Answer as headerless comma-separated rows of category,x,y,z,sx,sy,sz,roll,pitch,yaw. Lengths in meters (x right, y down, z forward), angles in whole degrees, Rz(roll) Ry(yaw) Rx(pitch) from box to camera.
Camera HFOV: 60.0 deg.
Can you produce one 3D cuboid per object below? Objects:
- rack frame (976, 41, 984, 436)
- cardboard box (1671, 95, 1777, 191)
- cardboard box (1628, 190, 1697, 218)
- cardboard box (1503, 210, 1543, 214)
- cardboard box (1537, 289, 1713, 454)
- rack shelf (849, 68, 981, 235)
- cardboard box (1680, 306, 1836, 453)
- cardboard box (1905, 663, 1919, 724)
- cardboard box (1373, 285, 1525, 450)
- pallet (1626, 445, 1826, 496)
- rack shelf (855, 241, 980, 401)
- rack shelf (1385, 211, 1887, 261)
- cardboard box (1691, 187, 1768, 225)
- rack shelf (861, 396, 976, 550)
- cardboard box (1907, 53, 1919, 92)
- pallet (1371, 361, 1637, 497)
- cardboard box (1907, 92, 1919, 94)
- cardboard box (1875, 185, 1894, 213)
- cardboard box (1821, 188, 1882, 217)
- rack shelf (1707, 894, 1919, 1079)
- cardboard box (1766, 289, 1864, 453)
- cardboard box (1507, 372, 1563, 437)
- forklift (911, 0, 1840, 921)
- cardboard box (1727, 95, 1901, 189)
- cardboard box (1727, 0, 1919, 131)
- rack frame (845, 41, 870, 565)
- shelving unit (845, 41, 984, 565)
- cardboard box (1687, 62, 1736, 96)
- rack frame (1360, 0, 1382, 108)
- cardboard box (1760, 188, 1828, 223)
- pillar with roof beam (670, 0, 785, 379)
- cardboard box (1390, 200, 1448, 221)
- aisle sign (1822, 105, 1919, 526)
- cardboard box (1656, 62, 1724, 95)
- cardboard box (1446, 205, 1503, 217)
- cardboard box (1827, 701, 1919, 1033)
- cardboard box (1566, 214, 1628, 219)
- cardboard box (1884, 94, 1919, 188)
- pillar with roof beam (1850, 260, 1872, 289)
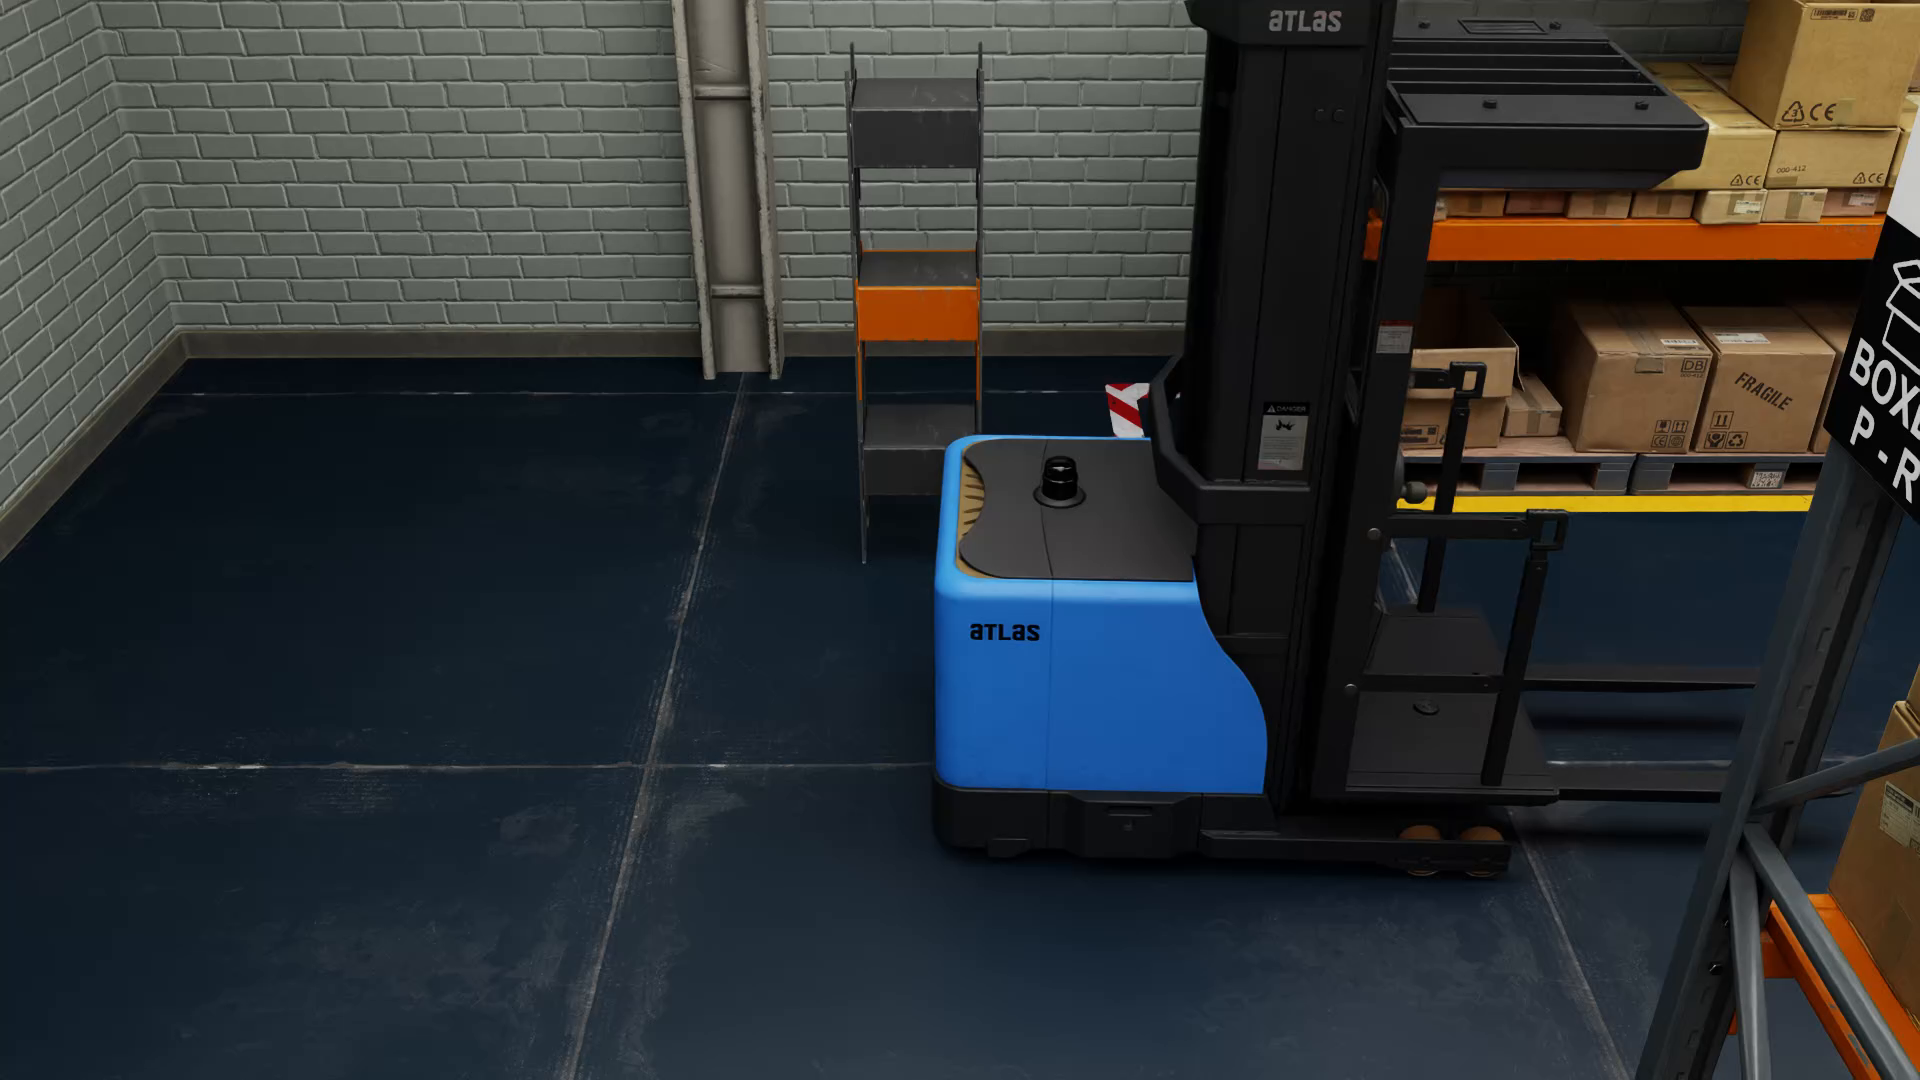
rack frame,0.078,-0.898,6.706,0.015,2.100,0.400,0,31,0
cardboard box,3.035,-1.668,6.965,0.500,0.250,0.500,-1,31,-1
cardboard box,2.935,-1.506,7.082,0.250,0.149,0.380,0,31,0
cardboard box,2.416,-1.533,7.127,0.250,0.149,0.380,-1,31,-1
cardboard box,3.036,-0.784,7.655,0.500,0.500,0.700,1,31,2
rack shelf,-0.166,-1.484,6.348,0.480,0.518,0.431,0,31,0
cardboard box,3.565,-0.734,7.573,0.500,0.500,0.500,0,31,1
cardboard box,2.083,0.242,2.900,0.500,0.500,0.500,1,31,1
cardboard box,2.181,-0.803,7.683,0.637,0.503,0.797,-1,31,-2
pallet,3.659,-0.551,7.955,1.213,0.211,1.003,0,31,0
rack shelf,-0.166,-0.885,6.712,0.480,0.518,0.431,0,31,0
rack shelf,3.569,-1.437,7.419,4.000,0.370,1.077,0,31,0
cardboard box,3.188,-1.467,7.019,0.250,0.149,0.380,-1,31,-2
rack shelf,-0.166,-0.287,7.075,0.480,0.518,0.431,0,31,0
cardboard box,4.078,-2.267,7.230,0.500,0.500,0.500,-1,31,-2
pallet,2.442,-0.549,7.951,1.213,0.211,1.003,0,31,0
cardboard box,4.055,-1.946,7.424,0.500,0.250,0.500,0,31,1
cardboard box,3.955,-1.541,7.140,0.250,0.149,0.380,0,31,0
cardboard box,3.708,-1.515,7.098,0.250,0.149,0.380,0,31,0
rack shelf,3.603,1.138,3.176,4.000,0.370,1.077,0,31,0
cardboard box,4.074,-0.787,7.661,0.500,0.500,0.700,-1,31,-2
cardboard box,2.606,-0.632,7.744,0.250,0.149,0.380,-1,31,-2
forklift,1.412,-0.355,5.009,3.031,2.935,1.130,8,32,13
cardboard box,3.547,-1.680,6.985,0.500,0.250,0.500,-1,31,-2
cardboard box,3.524,-1.988,6.770,0.500,0.500,0.500,1,31,1
rack frame,-0.410,-0.896,6.703,0.015,2.100,0.400,0,31,0
shelving unit,-0.166,-0.897,6.704,0.503,2.100,0.431,0,31,0
cardboard box,3.561,-1.942,7.416,0.500,0.250,0.500,0,31,0
rack frame,1.569,-1.738,7.223,0.127,3.000,1.000,0,31,0
cardboard box,3.451,-1.479,7.038,0.250,0.149,0.380,1,31,1
pillar with roof beam,-1.107,-2.529,2.743,0.400,9.000,9.100,0,31,0
cardboard box,1.899,-1.489,7.055,0.250,0.149,0.380,0,31,-1
aisle sign,1.529,-0.435,2.569,0.004,0.787,0.394,0,31,0
cardboard box,3.038,-1.940,7.414,0.500,0.250,0.500,1,31,1
cardboard box,2.153,-1.514,7.096,0.250,0.149,0.380,1,31,1
cardboard box,2.083,0.655,3.182,0.500,0.500,0.500,0,31,0
cardboard box,2.669,-1.502,7.076,0.250,0.149,0.380,1,31,1
cardboard box,4.061,-1.681,6.987,0.500,0.250,0.500,0,31,-1
pillar with roof beam,4.893,-2.547,2.774,0.400,9.000,9.100,0,31,0
